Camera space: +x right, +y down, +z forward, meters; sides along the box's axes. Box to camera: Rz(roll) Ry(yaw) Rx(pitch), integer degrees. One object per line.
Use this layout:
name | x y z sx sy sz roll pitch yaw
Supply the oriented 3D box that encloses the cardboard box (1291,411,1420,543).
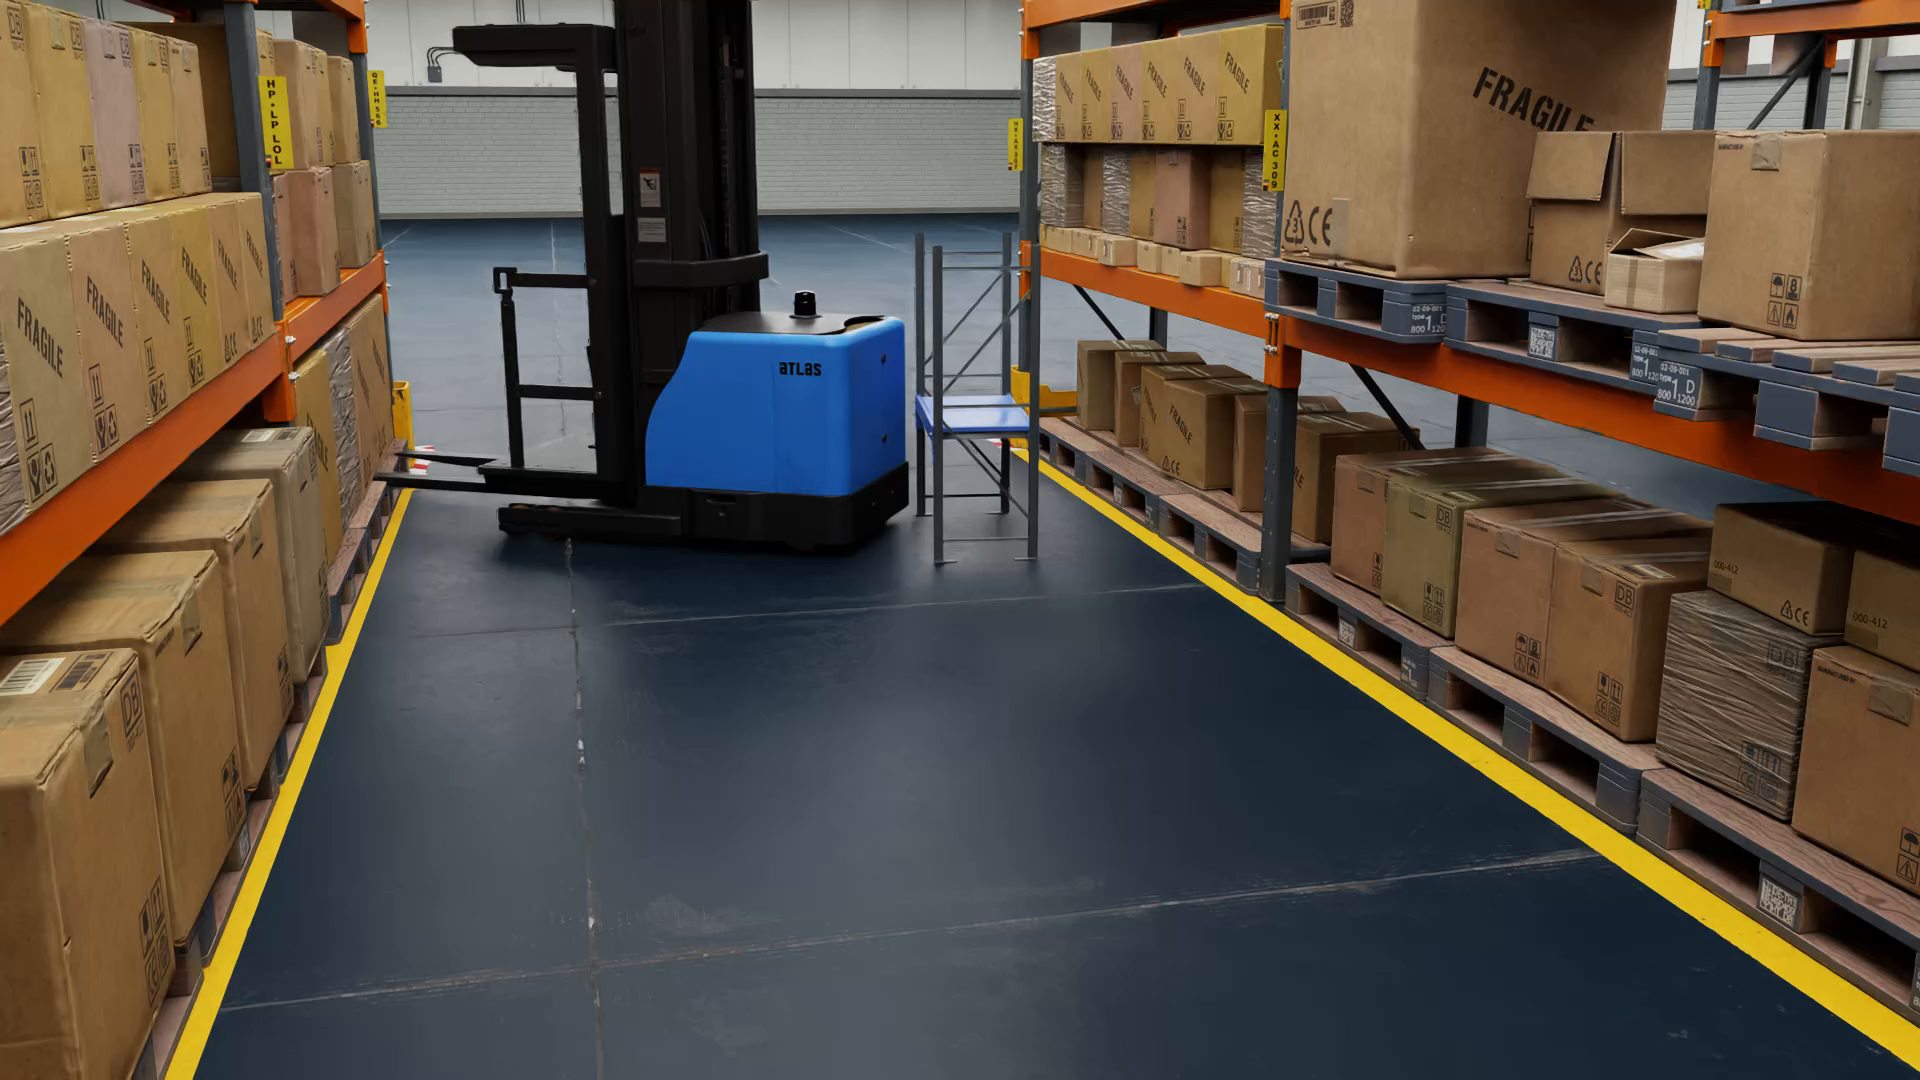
cardboard box | 1.771 -0.301 7.721 0.500 0.500 0.500 -4 14 -15

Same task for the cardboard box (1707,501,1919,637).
cardboard box | 2.444 0.068 4.590 0.500 0.250 0.500 -2 14 -7

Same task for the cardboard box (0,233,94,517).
cardboard box | -2.045 -0.325 3.227 0.500 0.500 0.500 -3 14 -14

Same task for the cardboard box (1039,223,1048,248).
cardboard box | 0.721 -1.939 10.571 0.380 0.149 0.250 -3 14 -13

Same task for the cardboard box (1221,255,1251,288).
cardboard box | 1.440 -1.247 7.741 0.380 0.149 0.250 -3 14 -13

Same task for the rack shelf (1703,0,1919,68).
rack shelf | 6.170 -3.062 9.835 1.077 0.370 4.000 -3 14 -13

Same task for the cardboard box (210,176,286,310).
cardboard box | -3.118 -1.121 6.379 0.875 0.550 0.550 -3 14 -13

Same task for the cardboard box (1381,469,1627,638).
cardboard box | 2.043 0.038 6.292 0.700 0.500 0.500 -3 14 -14

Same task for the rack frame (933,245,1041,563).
rack frame | 0.124 -0.627 7.835 0.500 1.500 0.032 -1 14 -6

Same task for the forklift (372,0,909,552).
forklift | -1.850 -1.540 8.553 3.031 2.935 1.130 4 14 15

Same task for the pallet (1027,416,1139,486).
pallet | 1.061 -0.578 10.348 1.003 0.211 1.213 -3 14 -13

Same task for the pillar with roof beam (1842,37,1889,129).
pillar with roof beam | 9.333 -8.297 23.428 9.100 9.000 0.400 -3 14 -13

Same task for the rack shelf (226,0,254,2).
rack shelf | -2.550 -1.610 3.892 1.077 0.370 4.000 -3 14 -13

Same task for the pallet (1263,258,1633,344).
pallet | 1.864 -0.939 6.355 1.003 0.211 1.213 -3 14 -13

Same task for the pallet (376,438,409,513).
pallet | -3.695 -0.352 9.422 1.003 0.211 1.213 -3 14 -13

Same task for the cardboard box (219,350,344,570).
cardboard box | -3.099 -0.285 6.863 0.875 0.875 0.875 -3 14 -12

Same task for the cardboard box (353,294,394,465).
cardboard box | -3.735 -0.906 9.405 0.875 0.875 0.875 -3 14 -13

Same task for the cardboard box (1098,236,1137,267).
cardboard box | 0.979 -1.587 9.132 0.380 0.149 0.250 -3 14 -13

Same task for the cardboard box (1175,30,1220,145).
cardboard box | 1.334 -2.099 7.755 0.500 0.500 0.500 -3 14 -13

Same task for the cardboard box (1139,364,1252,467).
cardboard box | 1.319 -0.703 9.366 0.500 0.500 0.500 -2 14 -8

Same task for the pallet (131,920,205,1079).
pallet | -2.192 1.128 3.367 1.003 0.211 1.213 -3 14 -13

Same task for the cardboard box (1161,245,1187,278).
cardboard box | 1.244 -1.419 8.445 0.380 0.149 0.250 -3 14 -13

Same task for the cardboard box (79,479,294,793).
cardboard box | -2.563 0.286 4.791 1.050 0.750 0.750 -3 14 -13

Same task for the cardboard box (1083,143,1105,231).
cardboard box | 1.223 -2.096 9.847 0.875 0.500 0.500 -3 14 -13

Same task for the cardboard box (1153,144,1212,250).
cardboard box | 1.482 -1.744 8.408 0.875 0.500 0.500 -3 14 -13

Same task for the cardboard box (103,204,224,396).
cardboard box | -2.399 -0.674 4.653 0.500 0.500 0.500 -3 14 -13

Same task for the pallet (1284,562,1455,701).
pallet | 2.010 0.317 6.683 1.003 0.211 1.213 -3 14 -13

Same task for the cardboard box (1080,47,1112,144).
cardboard box | 0.980 -2.445 9.171 0.500 0.500 0.500 -3 14 -13

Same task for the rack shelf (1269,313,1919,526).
rack shelf | 2.295 -0.406 5.284 1.077 0.370 4.000 -3 14 -13

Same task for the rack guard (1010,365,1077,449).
rack guard | 0.904 -0.908 11.089 1.175 0.500 0.348 -3 14 -13

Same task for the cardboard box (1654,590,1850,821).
cardboard box | 2.446 0.426 4.704 0.700 0.500 0.500 -5 14 -18

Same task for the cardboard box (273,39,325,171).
cardboard box | -3.308 -1.901 7.295 0.875 0.550 0.550 -3 14 -13

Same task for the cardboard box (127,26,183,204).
cardboard box | -2.774 -1.265 4.968 0.700 0.500 0.500 -4 14 -14

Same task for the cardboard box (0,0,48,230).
cardboard box | -2.418 -0.914 3.531 0.700 0.500 0.500 -4 14 -14

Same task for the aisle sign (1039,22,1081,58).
aisle sign | 0.580 -3.400 10.546 0.394 0.787 0.004 -3 14 -13

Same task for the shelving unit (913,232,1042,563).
shelving unit | 0.071 -0.747 8.326 0.538 1.500 1.048 -1 14 -6

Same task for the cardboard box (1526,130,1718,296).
cardboard box | 2.323 -1.076 5.409 0.797 0.503 0.637 -2 14 -7

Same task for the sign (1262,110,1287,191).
sign | 1.300 -1.605 6.854 0.100 0.325 0.005 -3 14 -13

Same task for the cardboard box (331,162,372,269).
cardboard box | -3.677 -1.751 8.956 0.875 0.550 0.550 -3 14 -13

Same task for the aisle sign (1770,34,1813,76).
aisle sign | 5.973 -3.712 11.822 0.394 0.787 0.004 -3 14 -13

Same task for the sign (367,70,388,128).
sign | -3.428 -2.591 9.773 0.100 0.325 0.005 -3 14 -13

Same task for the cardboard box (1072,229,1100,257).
cardboard box | 0.885 -1.765 9.859 0.380 0.149 0.250 -3 14 -13

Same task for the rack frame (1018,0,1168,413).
rack frame | 0.886 -2.140 10.864 1.000 3.000 0.127 -3 14 -13
